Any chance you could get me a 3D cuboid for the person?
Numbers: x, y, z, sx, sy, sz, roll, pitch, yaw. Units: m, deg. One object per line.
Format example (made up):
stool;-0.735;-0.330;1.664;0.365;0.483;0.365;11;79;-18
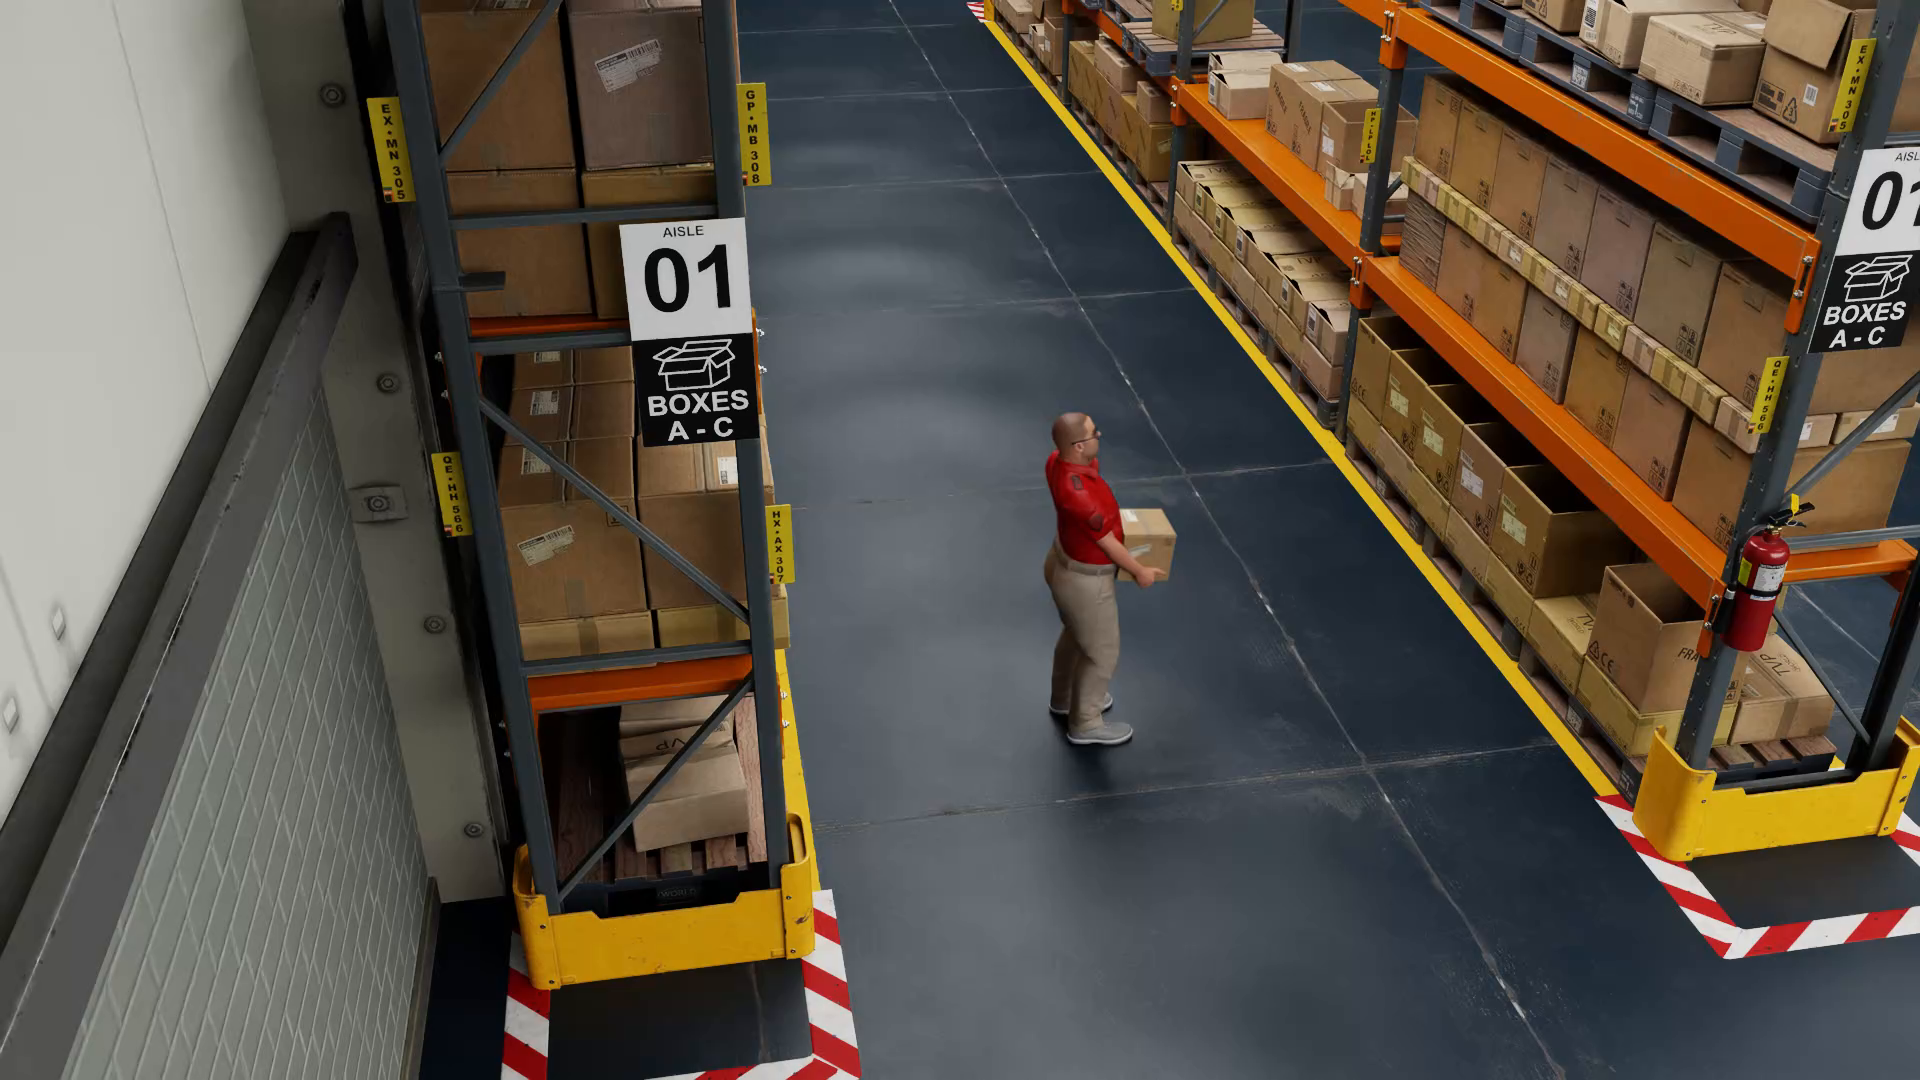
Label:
person;0.671;0.167;7.885;0.536;1.708;0.494;-5;31;-9
